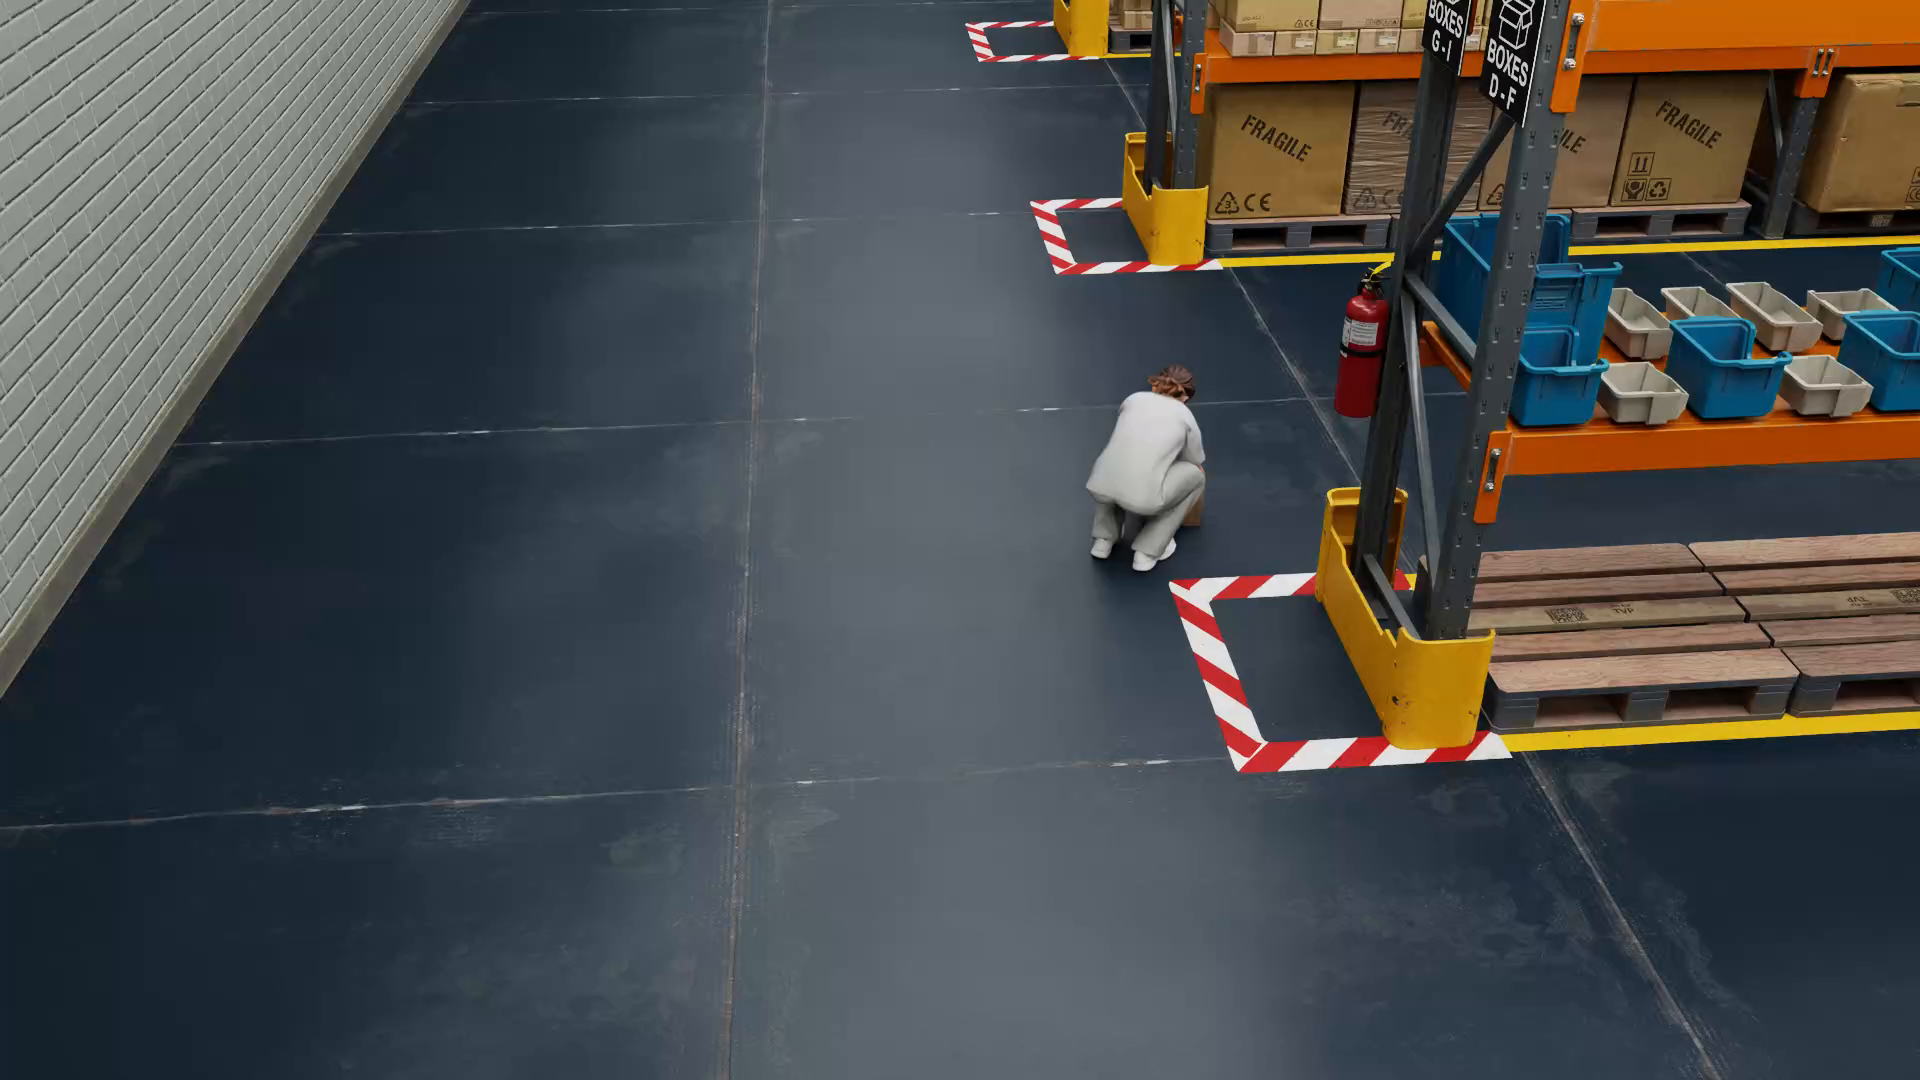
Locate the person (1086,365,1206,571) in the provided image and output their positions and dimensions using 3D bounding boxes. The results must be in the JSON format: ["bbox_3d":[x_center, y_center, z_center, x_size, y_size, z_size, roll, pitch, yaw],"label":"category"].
[{"bbox_3d":[0.865,-0.309,7.606,0.468,0.800,0.840,17,35,26],"label":"person"}]
